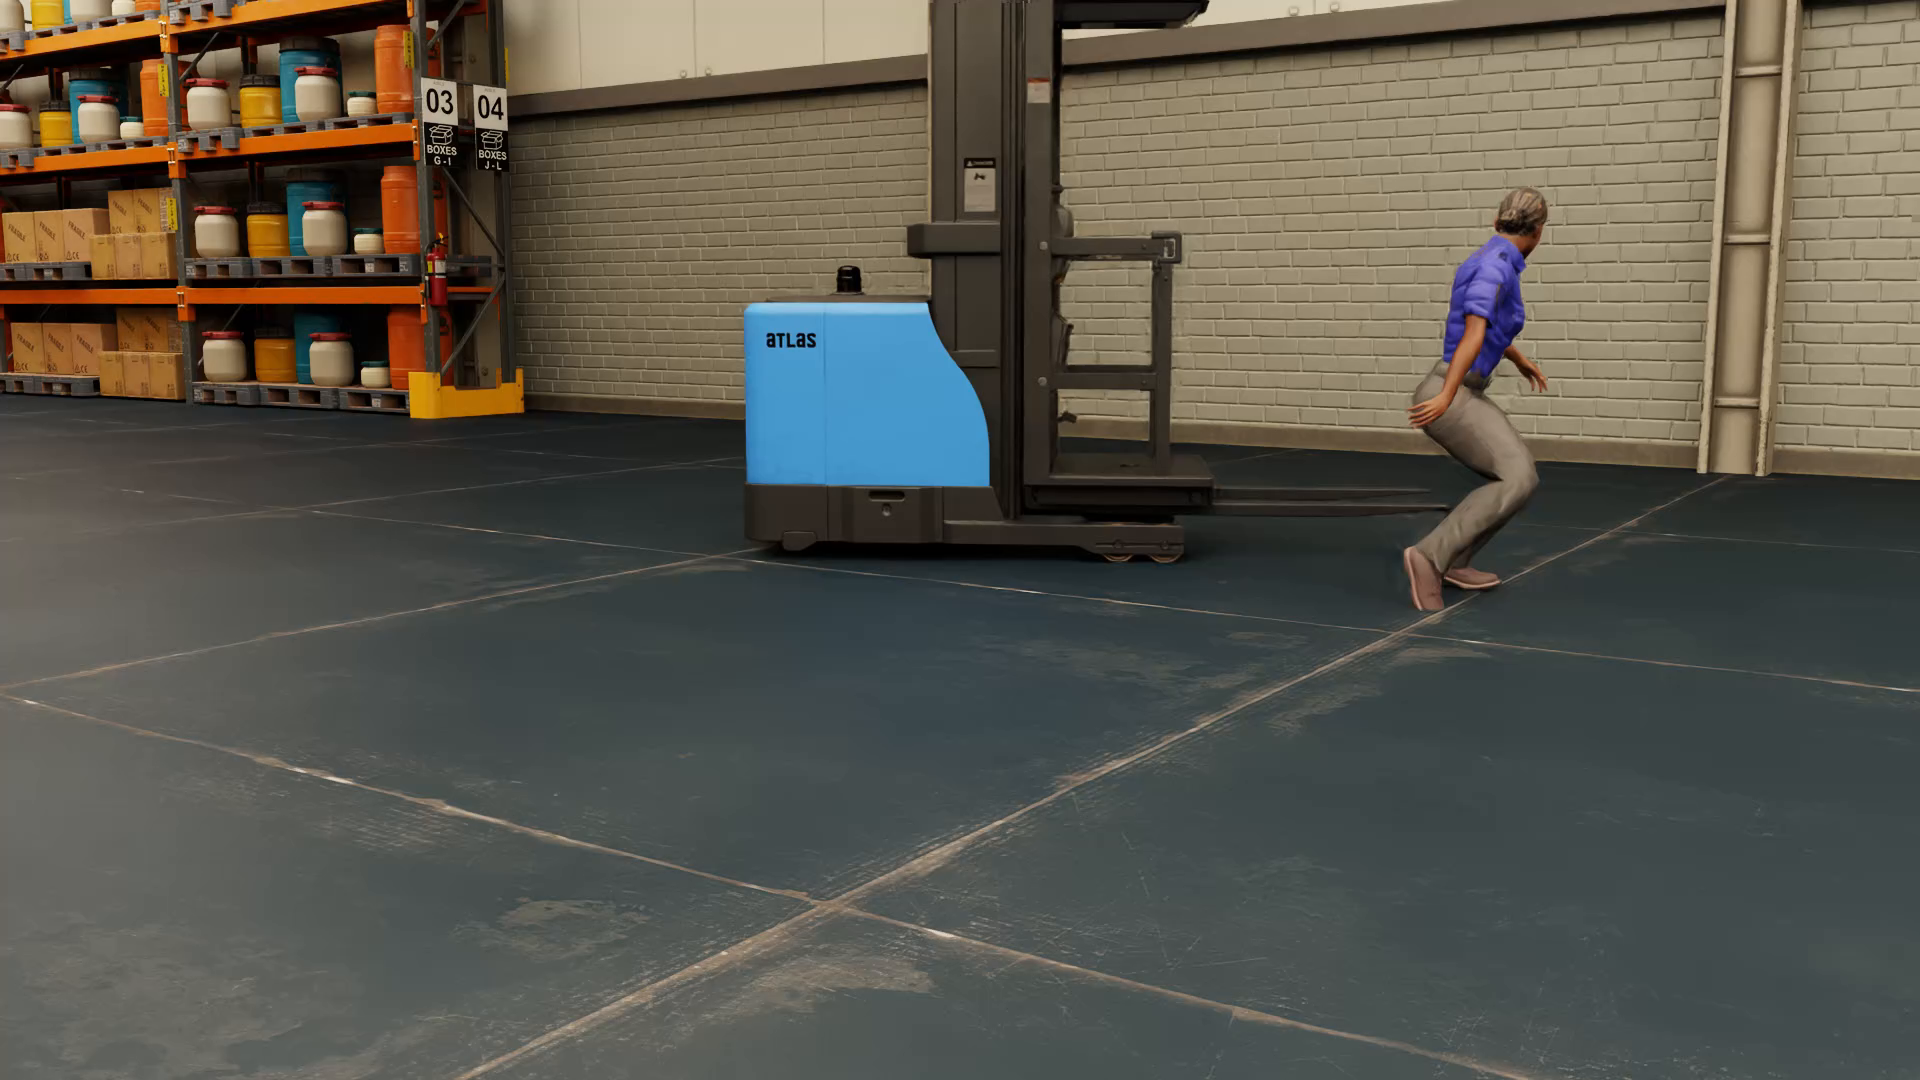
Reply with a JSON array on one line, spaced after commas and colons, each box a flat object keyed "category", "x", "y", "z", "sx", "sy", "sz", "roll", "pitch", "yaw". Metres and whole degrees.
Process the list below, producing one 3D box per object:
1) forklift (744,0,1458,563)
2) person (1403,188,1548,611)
[{"category": "forklift", "x": 0.620, "y": -1.432, "z": 7.263, "sx": 3.031, "sy": 2.935, "sz": 1.130, "roll": 1, "pitch": 8, "yaw": 5}, {"category": "person", "x": 1.848, "y": -0.477, "z": 5.942, "sx": 0.461, "sy": 1.536, "sz": 0.916, "roll": 3, "pitch": 9, "yaw": 20}]
